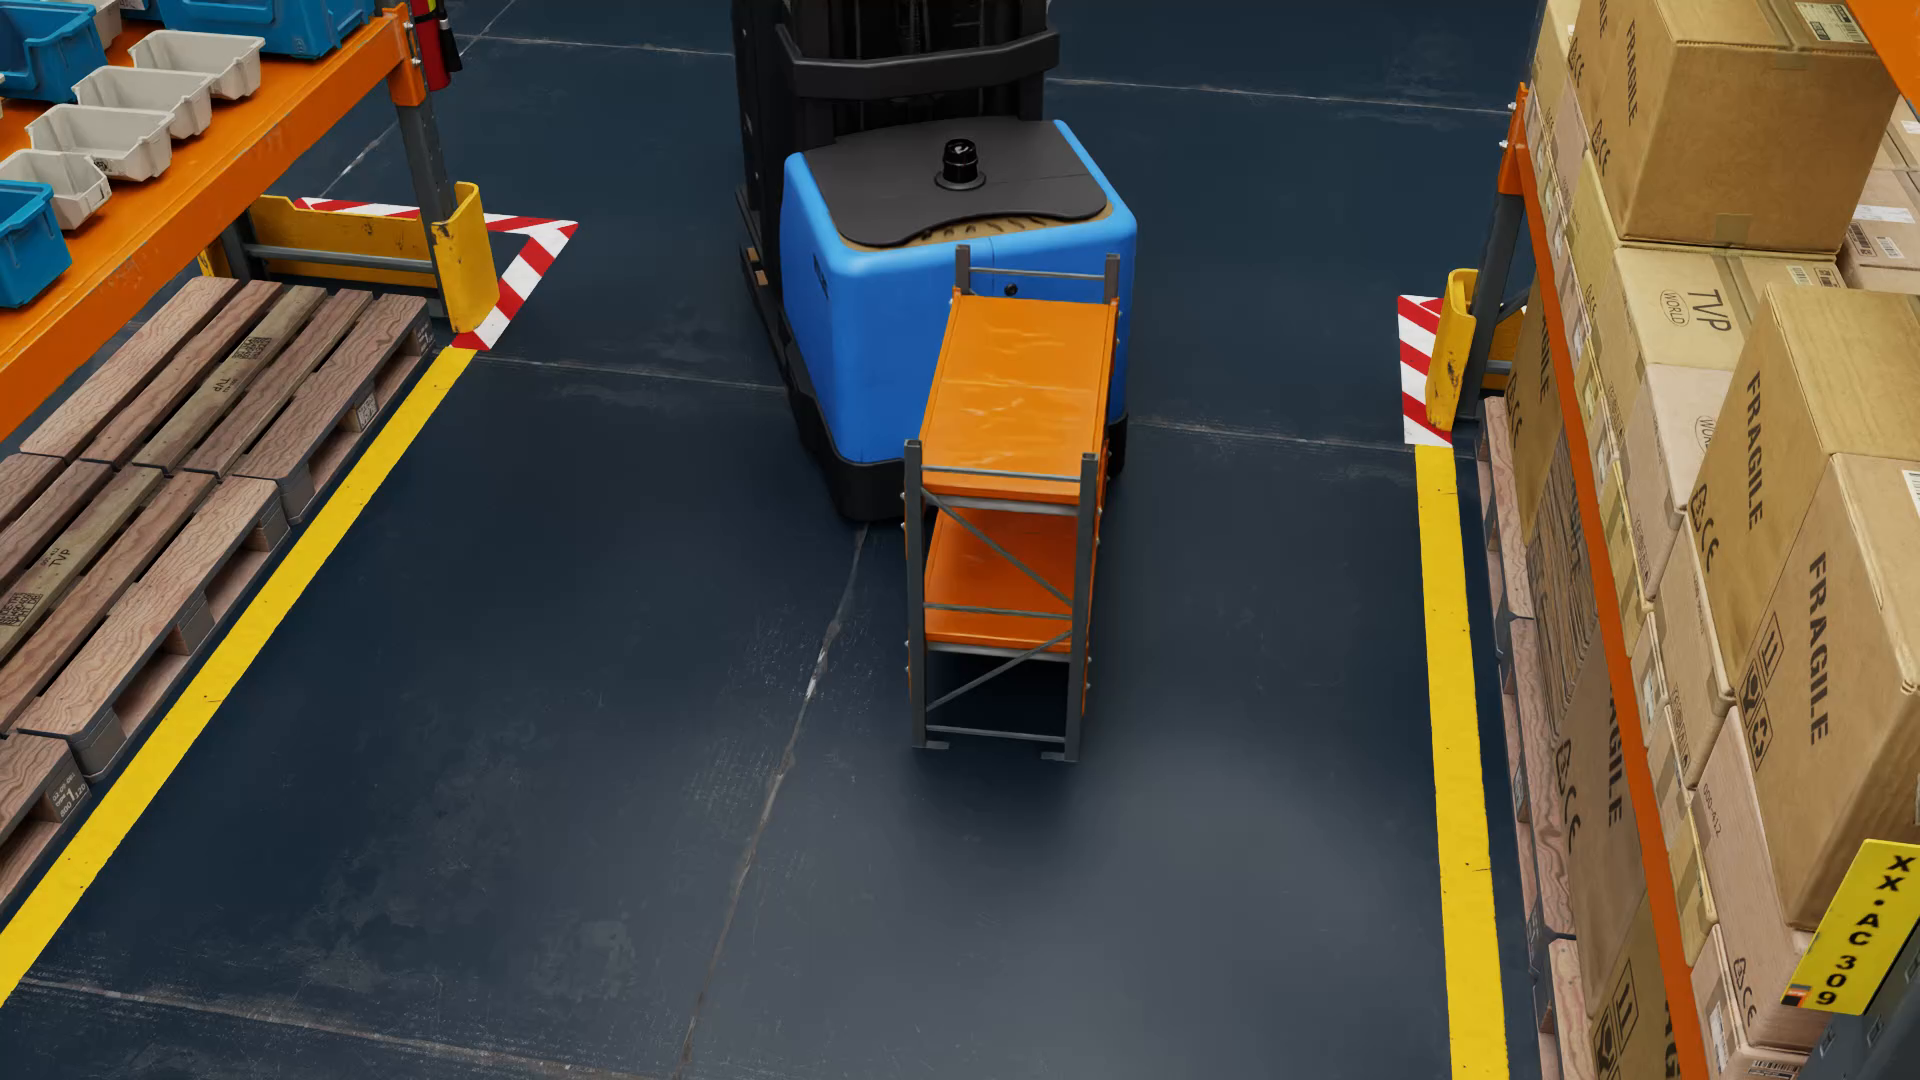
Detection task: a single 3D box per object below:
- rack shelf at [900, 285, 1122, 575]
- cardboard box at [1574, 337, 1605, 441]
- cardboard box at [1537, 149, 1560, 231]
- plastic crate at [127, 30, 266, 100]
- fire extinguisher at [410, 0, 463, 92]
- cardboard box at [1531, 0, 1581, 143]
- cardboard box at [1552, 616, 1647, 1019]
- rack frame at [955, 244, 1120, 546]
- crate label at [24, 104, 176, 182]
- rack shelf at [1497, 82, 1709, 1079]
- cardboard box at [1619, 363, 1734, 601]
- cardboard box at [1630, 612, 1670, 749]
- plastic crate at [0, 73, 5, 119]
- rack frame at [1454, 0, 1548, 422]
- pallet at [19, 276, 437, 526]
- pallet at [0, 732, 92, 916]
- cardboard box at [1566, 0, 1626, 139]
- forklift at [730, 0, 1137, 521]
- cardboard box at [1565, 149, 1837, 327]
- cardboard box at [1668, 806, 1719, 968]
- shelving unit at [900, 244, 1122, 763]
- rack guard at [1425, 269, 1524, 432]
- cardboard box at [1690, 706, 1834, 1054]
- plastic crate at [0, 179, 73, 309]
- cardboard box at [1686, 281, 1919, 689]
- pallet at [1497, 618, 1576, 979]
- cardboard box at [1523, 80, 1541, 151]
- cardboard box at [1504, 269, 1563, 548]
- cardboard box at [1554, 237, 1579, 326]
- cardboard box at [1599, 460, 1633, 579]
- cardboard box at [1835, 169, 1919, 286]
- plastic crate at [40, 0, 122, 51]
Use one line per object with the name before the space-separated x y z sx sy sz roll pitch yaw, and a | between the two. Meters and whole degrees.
rack shelf | 0.170 -0.346 4.826 0.538 0.278 1.000 5 40 6
cardboard box | 1.710 -0.351 4.018 0.380 0.149 0.250 5 40 7
cardboard box | 1.888 -0.995 4.796 0.380 0.149 0.250 6 40 7
plastic crate | -2.480 -1.536 5.413 0.396 0.136 0.243 6 40 8
fire extinguisher | -2.044 -2.017 6.189 0.296 0.674 0.183 6 40 8
cardboard box | 2.012 -1.385 4.956 0.500 0.250 0.500 5 40 6
cardboard box | 2.017 0.597 4.011 0.875 0.875 0.875 6 40 8
rack frame | 0.235 -0.441 5.401 0.500 1.125 0.032 5 40 6
crate label | -2.569 -1.178 4.981 0.396 0.136 0.243 6 40 8
rack shelf | 2.015 -0.067 4.042 1.077 0.370 4.000 6 40 8
cardboard box | 1.662 -0.098 3.398 0.500 0.250 0.500 7 40 9
cardboard box | 1.532 0.296 3.235 0.380 0.149 0.250 7 40 9
plastic crate | -3.139 -1.331 5.166 0.250 0.136 0.298 6 40 8
rack frame | 2.361 -1.600 5.331 1.000 3.000 0.127 6 40 8
pallet | -2.698 -0.558 6.259 1.003 0.211 1.213 6 40 8
pallet | -3.120 0.973 4.407 1.003 0.211 1.213 6 40 8
cardboard box | 1.925 -1.360 4.337 0.500 0.500 0.500 5 40 7
forklift | -0.300 -2.142 6.041 1.130 2.935 3.031 -10 41 -12
cardboard box | 1.838 -0.743 4.179 0.500 0.250 0.500 5 40 6
cardboard box | 1.443 0.618 2.846 0.380 0.149 0.250 7 40 9
shelving unit | 0.170 -0.120 5.013 0.538 1.125 1.048 5 40 6
rack guard | 2.365 -0.652 6.146 1.175 0.500 0.348 6 40 8
cardboard box | 1.487 0.548 2.618 0.500 0.250 0.500 6 40 7
plastic crate | -2.620 -0.787 4.433 0.416 0.233 0.300 6 40 8
cardboard box | 1.576 -0.067 2.773 0.500 0.500 0.500 7 40 8
pallet | 2.086 0.749 4.679 1.003 0.211 1.213 6 40 8
cardboard box | 1.974 -1.317 5.186 0.380 0.149 0.250 7 40 8
cardboard box | 2.329 -0.532 5.378 0.875 0.875 0.875 6 40 8
cardboard box | 1.799 -0.672 4.405 0.380 0.149 0.250 6 40 7
cardboard box | 1.621 -0.027 3.625 0.380 0.149 0.250 6 40 7
cardboard box | 2.362 -0.686 4.109 0.500 0.250 0.500 5 40 6
plastic crate | -3.021 -1.757 5.680 0.250 0.136 0.298 6 40 8
